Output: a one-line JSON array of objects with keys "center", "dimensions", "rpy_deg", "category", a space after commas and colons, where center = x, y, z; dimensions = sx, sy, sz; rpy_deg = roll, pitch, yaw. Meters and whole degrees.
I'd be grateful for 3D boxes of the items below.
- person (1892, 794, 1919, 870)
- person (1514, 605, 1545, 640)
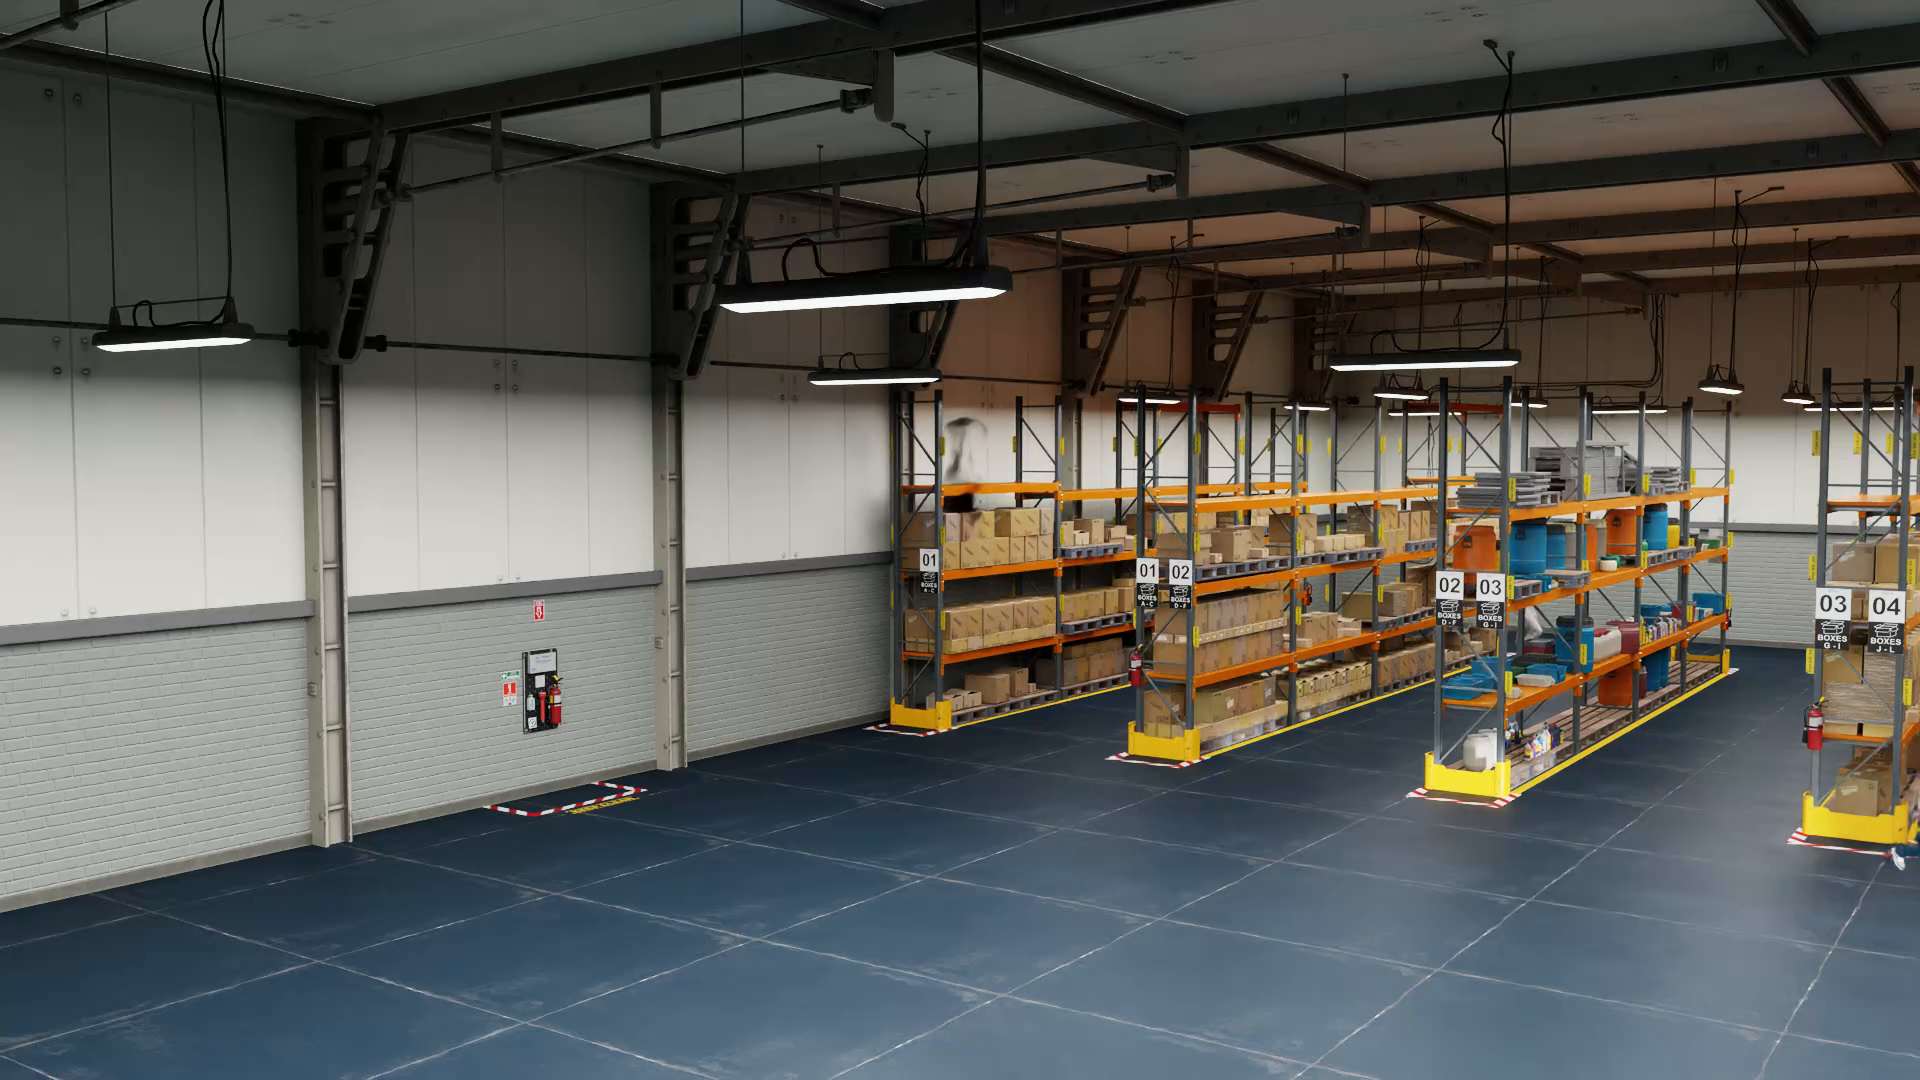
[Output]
[{"center": [10.902, 3.205, 18.722], "dimensions": [0.539, 1.546, 0.818], "rpy_deg": [-2, 4, -26], "category": "person"}, {"center": [13.729, 1.893, 40.002], "dimensions": [0.721, 1.769, 0.620], "rpy_deg": [-3, 5, -45], "category": "person"}]
